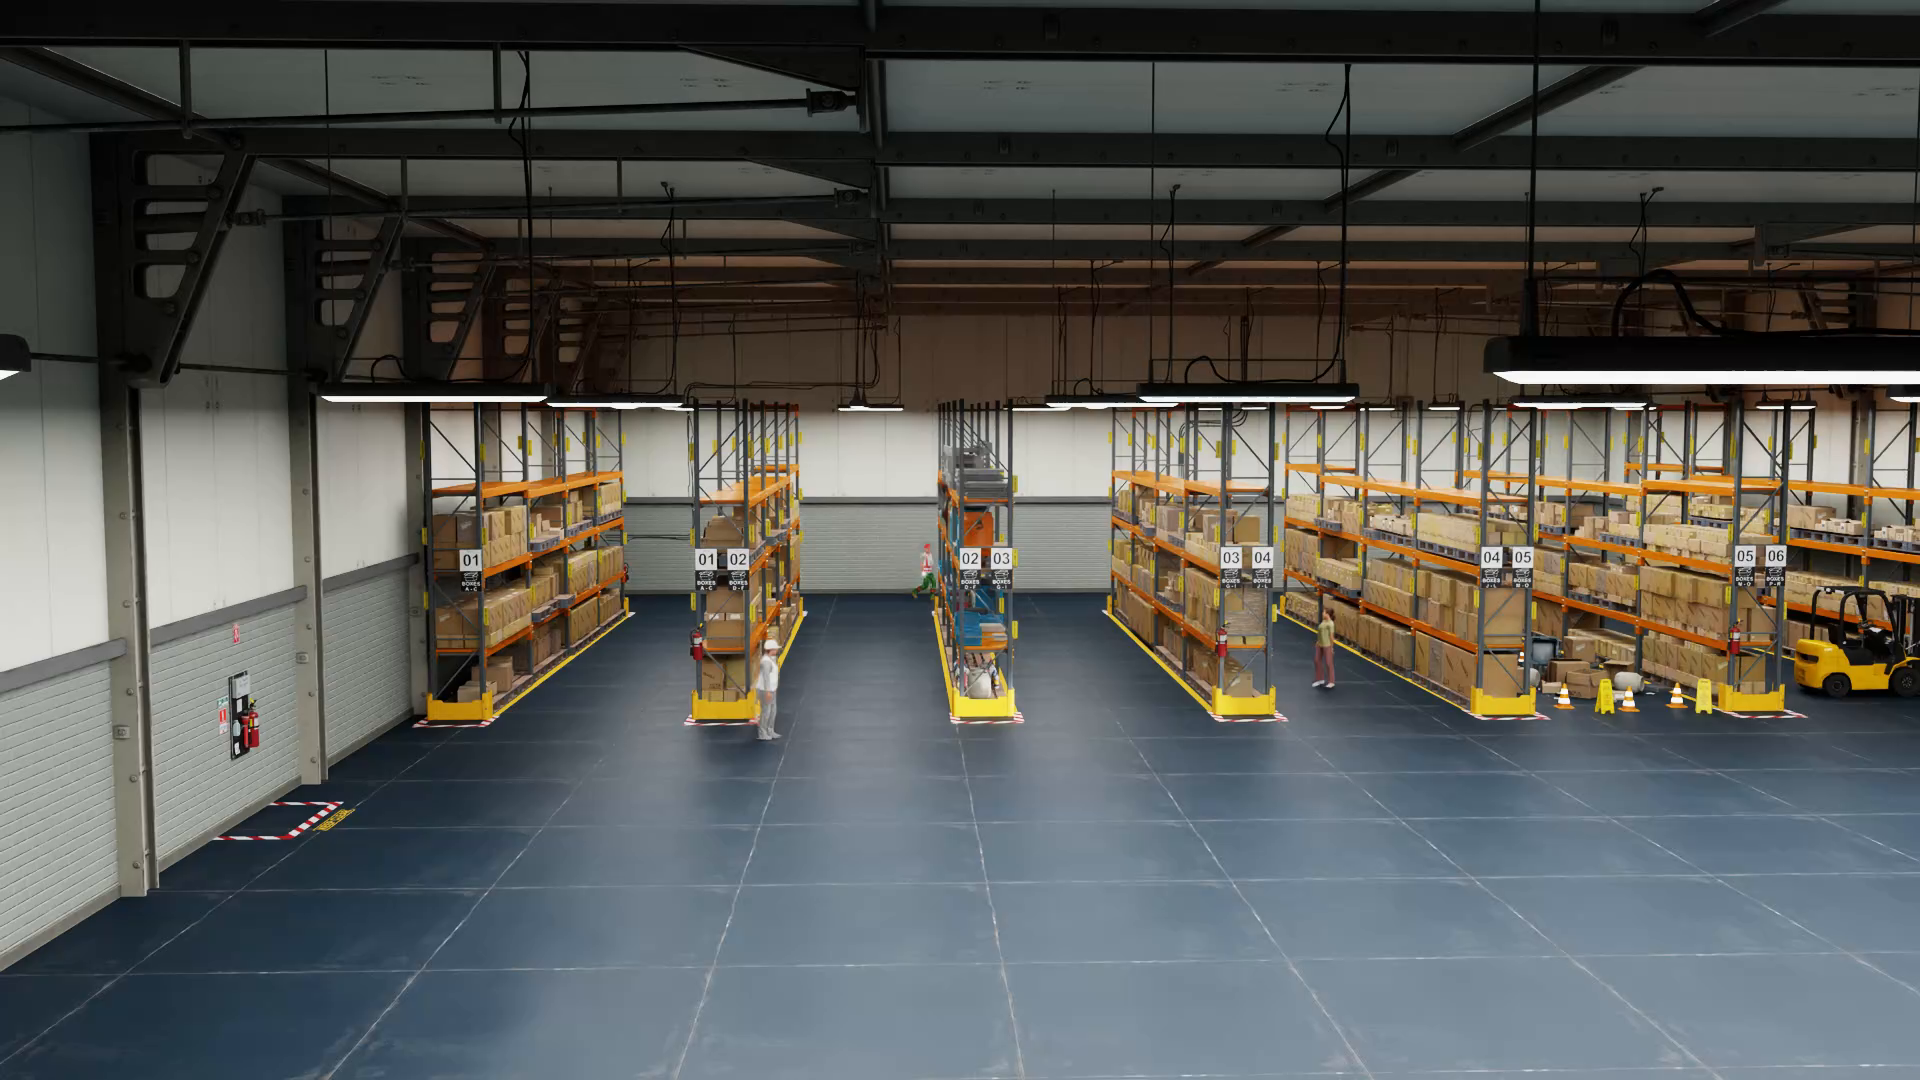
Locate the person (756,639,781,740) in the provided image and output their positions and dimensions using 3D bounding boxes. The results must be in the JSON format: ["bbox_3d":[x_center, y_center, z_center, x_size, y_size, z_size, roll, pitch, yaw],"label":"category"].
[{"bbox_3d":[-3.356,2.628,29.200,0.441,1.779,0.582,0,4,6],"label":"person"}]

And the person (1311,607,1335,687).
[{"bbox_3d":[7.623,2.248,34.819,0.392,1.704,0.597,-2,5,-24],"label":"person"}]

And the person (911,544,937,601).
[{"bbox_3d":[-1.050,0.989,50.798,0.862,1.751,0.584,1,5,16],"label":"person"}]

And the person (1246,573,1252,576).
[{"bbox_3d":[8.240,1.207,48.134,0.567,1.694,0.601,4,6,42],"label":"person"}]
